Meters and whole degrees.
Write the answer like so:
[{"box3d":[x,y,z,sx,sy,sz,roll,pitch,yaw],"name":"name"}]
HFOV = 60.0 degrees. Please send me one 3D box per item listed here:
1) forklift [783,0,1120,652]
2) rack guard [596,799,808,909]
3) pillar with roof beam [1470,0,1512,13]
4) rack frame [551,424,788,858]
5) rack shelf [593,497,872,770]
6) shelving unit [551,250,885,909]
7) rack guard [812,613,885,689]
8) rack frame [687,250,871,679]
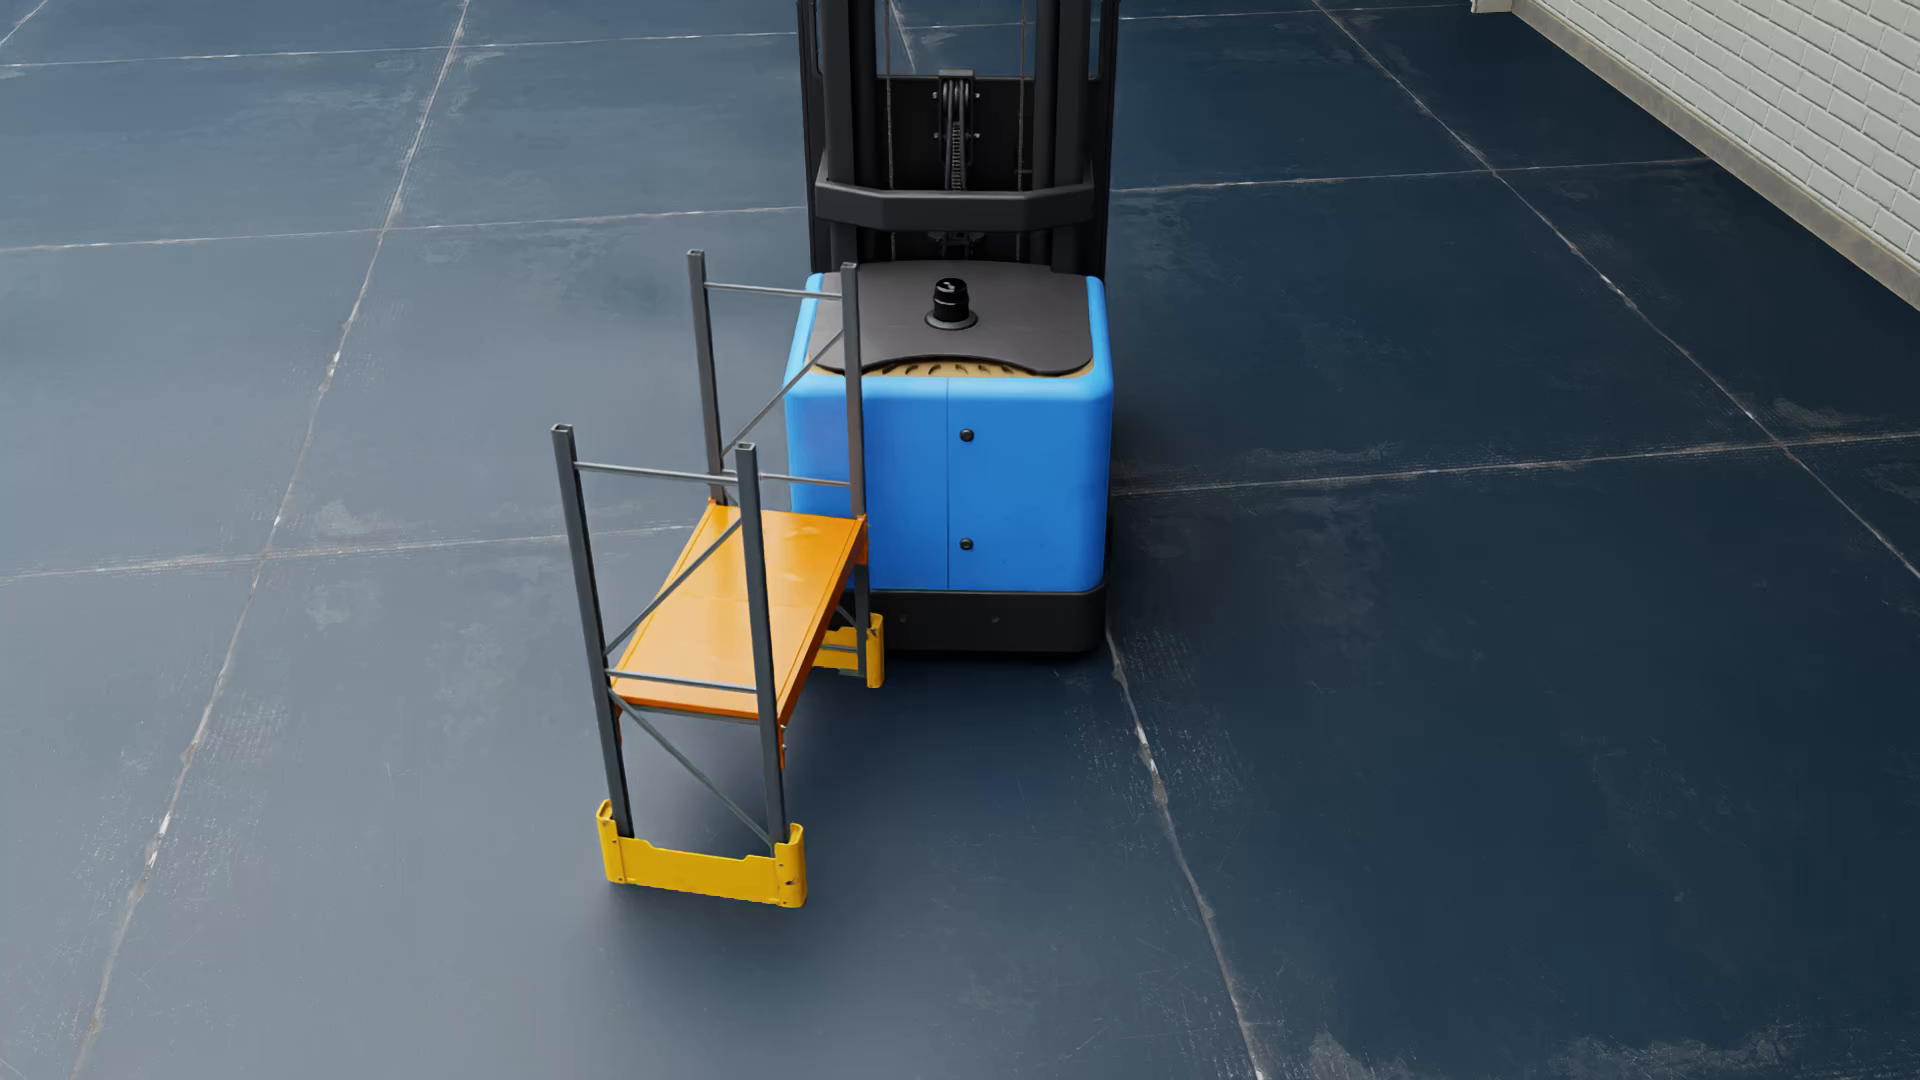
[{"box3d":[-0.001,-1.634,6.044,1.130,2.935,3.031,1,34,1],"name":"forklift"},{"box3d":[-0.730,0.890,4.721,0.587,0.250,0.087,6,35,9],"name":"rack guard"},{"box3d":[-0.530,-7.219,8.852,9.100,9.000,0.400,-4,35,-6],"name":"pillar with roof beam"},{"box3d":[-0.730,0.375,4.368,0.500,1.500,0.032,6,35,9],"name":"rack frame"},{"box3d":[-0.635,0.242,4.882,0.538,0.185,1.000,6,35,9],"name":"rack shelf"},{"box3d":[-0.637,0.098,4.774,0.587,1.500,1.083,6,35,9],"name":"shelving unit"},{"box3d":[-0.544,0.339,5.530,0.587,0.250,0.087,6,35,9],"name":"rack guard"},{"box3d":[-0.541,-0.188,5.194,0.500,1.500,0.032,6,35,9],"name":"rack frame"}]
